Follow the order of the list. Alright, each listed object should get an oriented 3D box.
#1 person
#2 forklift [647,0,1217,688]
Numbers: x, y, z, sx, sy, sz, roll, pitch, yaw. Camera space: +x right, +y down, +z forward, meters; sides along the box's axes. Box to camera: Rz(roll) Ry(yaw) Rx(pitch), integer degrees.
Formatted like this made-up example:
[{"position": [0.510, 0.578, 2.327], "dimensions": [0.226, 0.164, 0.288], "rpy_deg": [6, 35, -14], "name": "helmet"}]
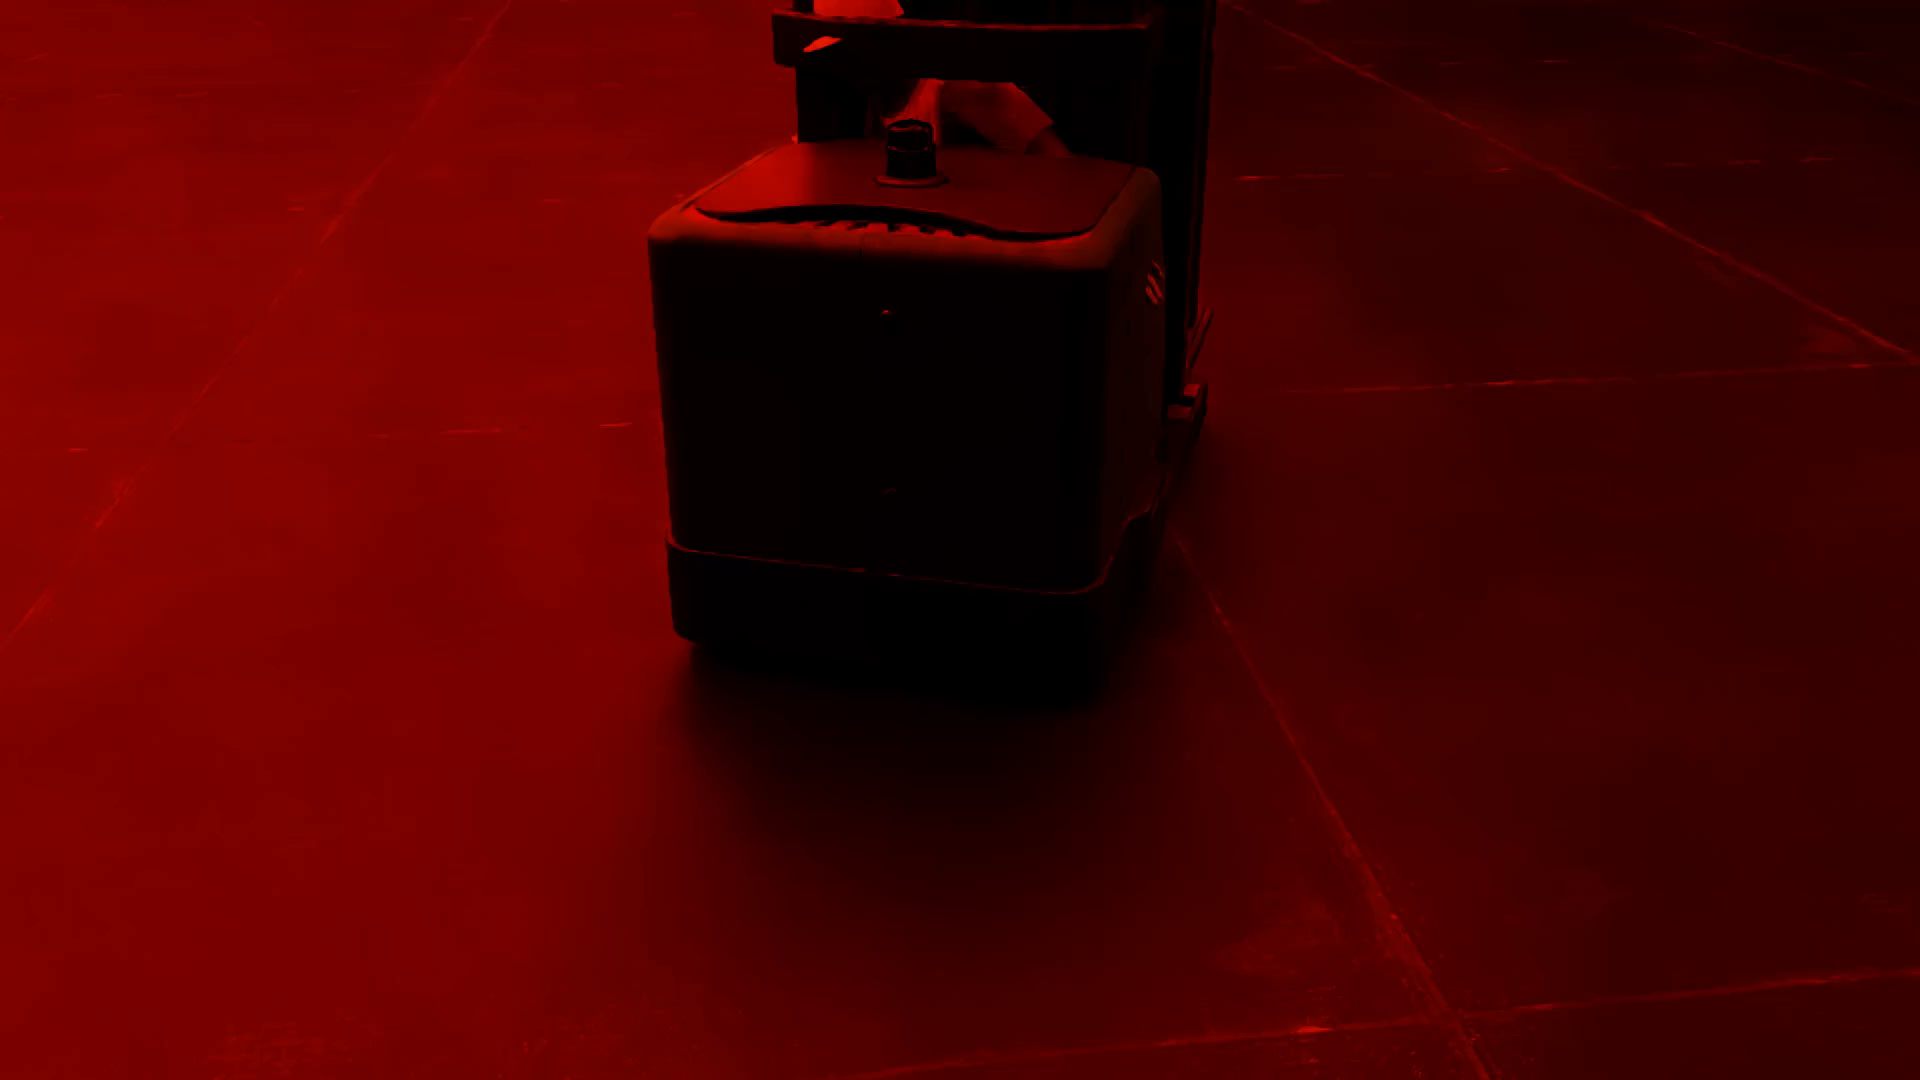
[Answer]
[{"position": [-0.188, -0.633, 4.174], "dimensions": [0.962, 1.487, 1.101], "rpy_deg": [-16, 30, -30], "name": "person"}, {"position": [0.168, -1.604, 4.558], "dimensions": [1.130, 2.935, 3.031], "rpy_deg": [6, 26, 13], "name": "forklift"}]
